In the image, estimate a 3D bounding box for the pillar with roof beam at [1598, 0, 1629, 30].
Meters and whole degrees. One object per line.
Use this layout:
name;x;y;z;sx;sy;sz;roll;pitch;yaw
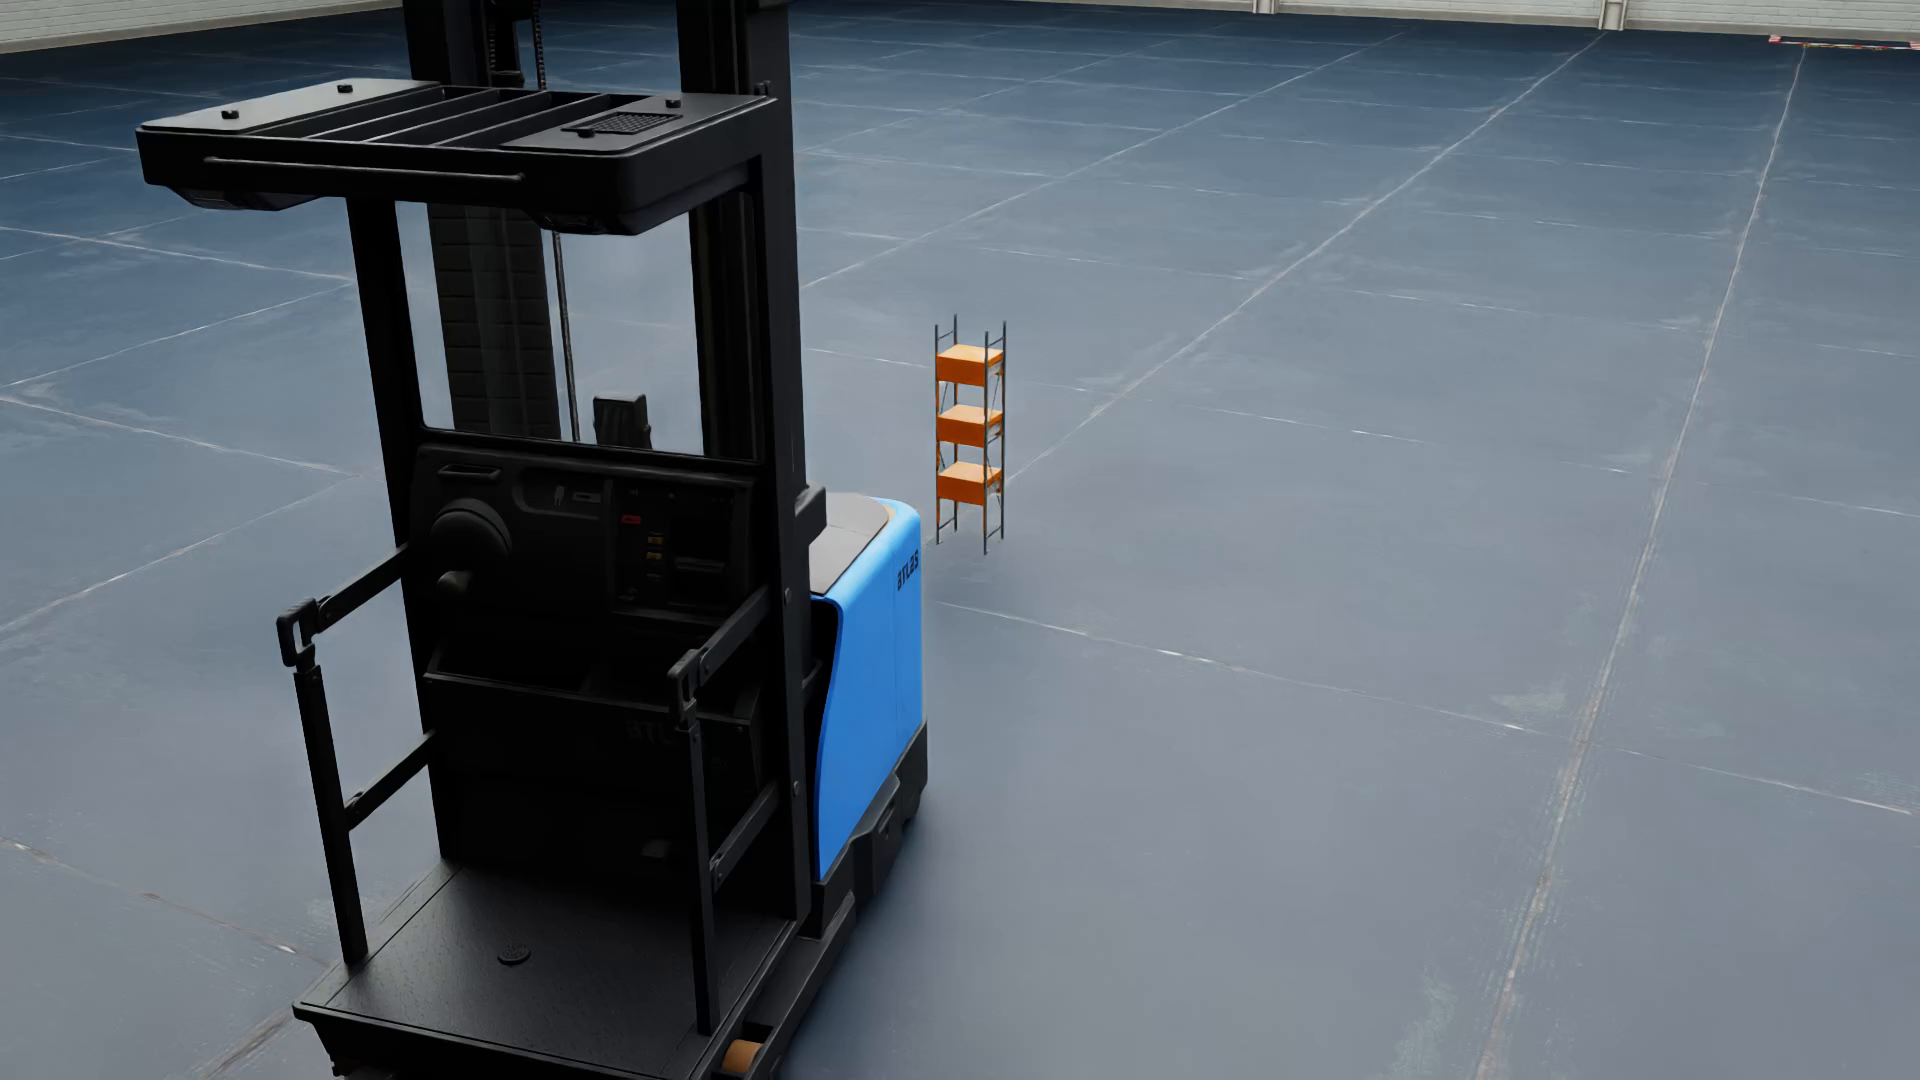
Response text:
pillar with roof beam;9.009;-11.230;22.658;0.400;9.000;9.100;11;25;25

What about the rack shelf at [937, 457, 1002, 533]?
rack shelf;0.048;-0.208;7.635;0.240;0.259;0.215;11;25;25

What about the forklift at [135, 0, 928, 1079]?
forklift;-1.011;0.016;3.967;1.130;2.935;3.031;6;24;15

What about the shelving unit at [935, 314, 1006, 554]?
shelving unit;0.048;-0.474;7.522;0.252;1.050;0.215;11;25;25

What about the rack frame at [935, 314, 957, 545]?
rack frame;-0.061;-0.495;7.573;0.008;1.050;0.200;11;25;25

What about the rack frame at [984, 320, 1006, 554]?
rack frame;0.157;-0.452;7.472;0.008;1.050;0.200;11;25;25

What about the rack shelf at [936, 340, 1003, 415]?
rack shelf;0.048;-0.725;7.415;0.240;0.259;0.215;11;25;25

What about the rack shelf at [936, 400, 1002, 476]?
rack shelf;0.048;-0.464;7.526;0.240;0.259;0.215;11;25;25

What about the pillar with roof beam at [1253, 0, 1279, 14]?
pillar with roof beam;3.655;-12.290;25.149;0.400;9.000;9.100;11;25;25
